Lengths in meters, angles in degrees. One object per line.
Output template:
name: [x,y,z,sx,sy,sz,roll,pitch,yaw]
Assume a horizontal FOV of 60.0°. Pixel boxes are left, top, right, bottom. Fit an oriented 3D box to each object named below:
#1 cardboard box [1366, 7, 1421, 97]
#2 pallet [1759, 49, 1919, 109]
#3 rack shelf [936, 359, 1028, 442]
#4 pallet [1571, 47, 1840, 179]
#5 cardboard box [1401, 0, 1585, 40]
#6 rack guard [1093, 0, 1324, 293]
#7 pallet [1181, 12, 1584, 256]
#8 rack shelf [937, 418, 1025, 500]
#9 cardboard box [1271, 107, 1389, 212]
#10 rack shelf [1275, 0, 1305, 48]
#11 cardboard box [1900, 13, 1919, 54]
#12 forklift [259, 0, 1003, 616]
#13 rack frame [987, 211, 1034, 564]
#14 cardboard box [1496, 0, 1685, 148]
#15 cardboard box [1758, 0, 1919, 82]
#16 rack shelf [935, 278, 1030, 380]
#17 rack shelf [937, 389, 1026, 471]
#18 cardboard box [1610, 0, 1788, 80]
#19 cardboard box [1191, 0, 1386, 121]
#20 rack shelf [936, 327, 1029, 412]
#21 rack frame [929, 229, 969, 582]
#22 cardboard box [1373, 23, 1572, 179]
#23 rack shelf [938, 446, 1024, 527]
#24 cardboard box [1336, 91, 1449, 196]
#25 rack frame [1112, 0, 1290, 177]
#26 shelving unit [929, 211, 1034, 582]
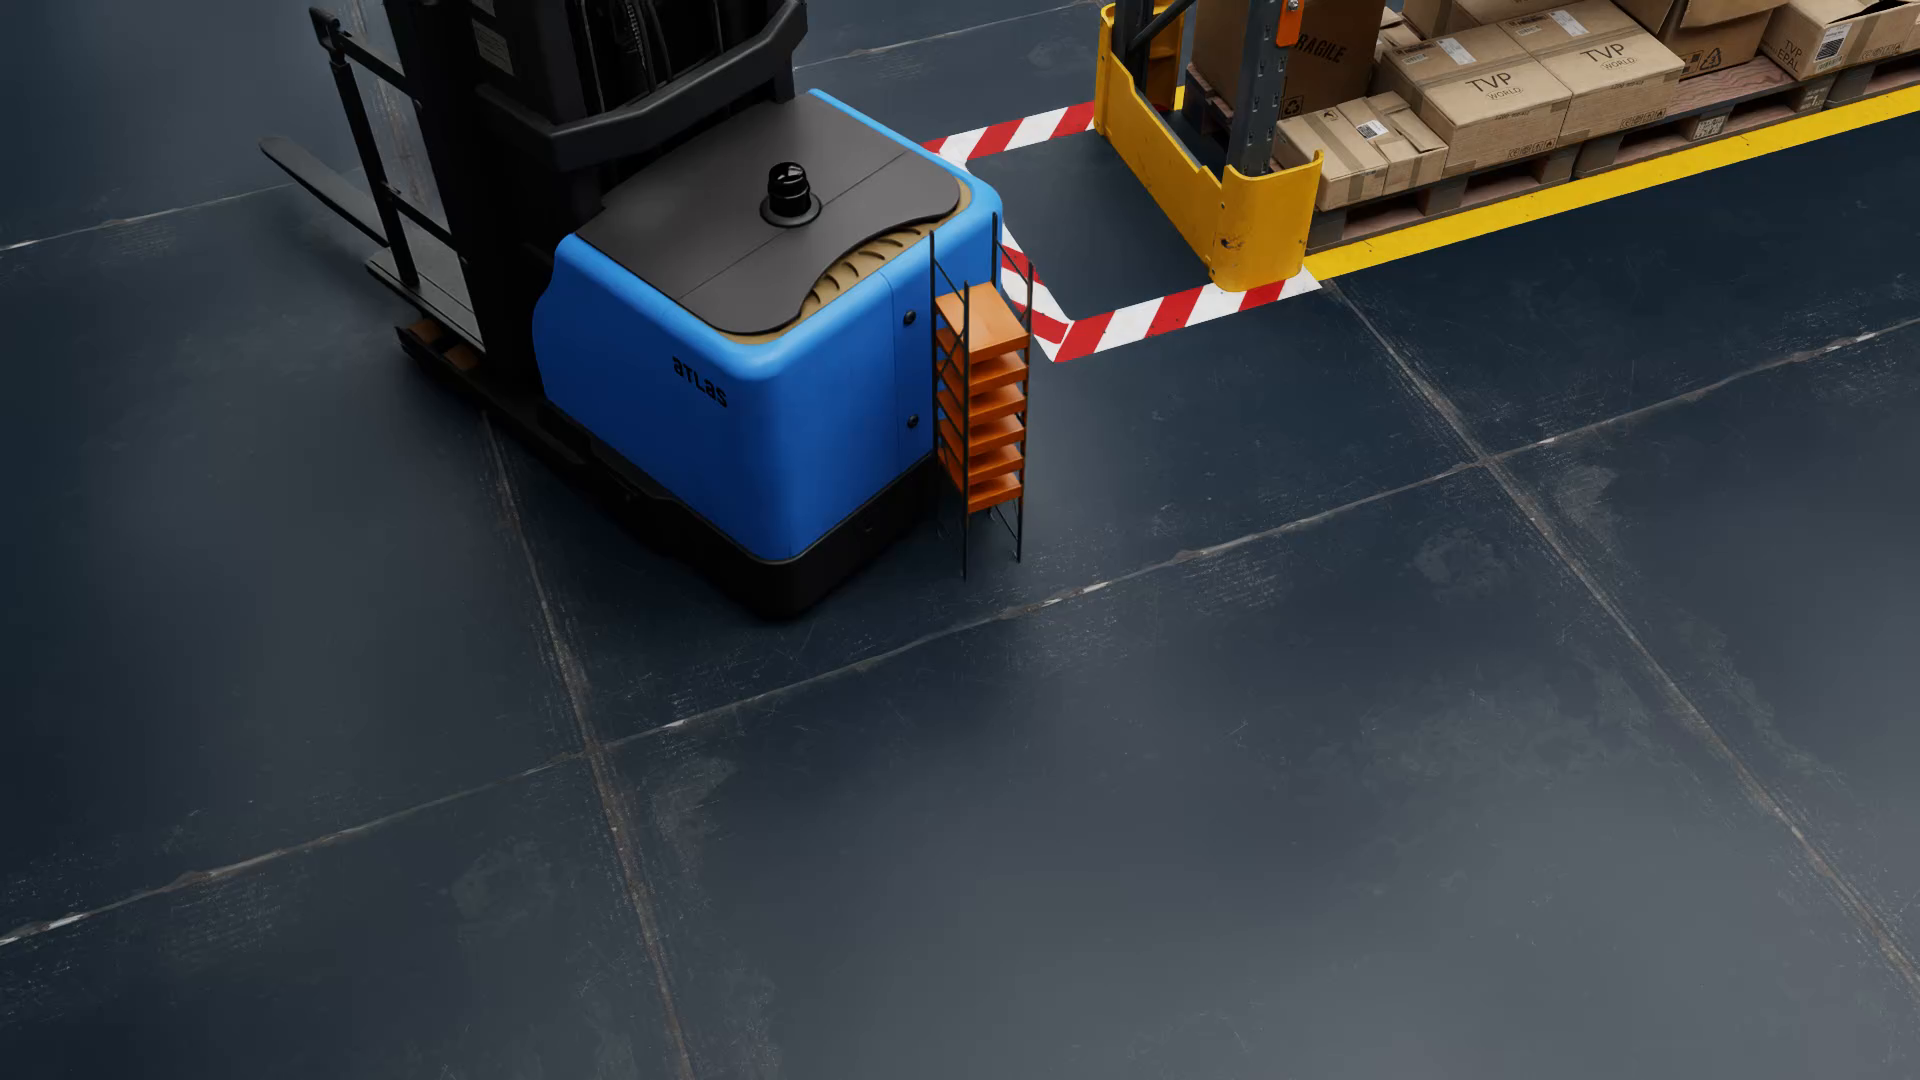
cardboard box: [1.644,-1.898,6.480,0.250,0.166,0.380,-17,52,-14]
pallet: [3.892,-2.338,7.119,1.213,0.211,1.003,-17,52,-14]
rack shelf: [0.055,-0.421,4.721,0.180,0.103,0.258,-19,52,-16]
pallet: [2.761,-1.985,6.816,1.213,0.211,1.003,-17,52,-14]
cardboard box: [2.126,-2.123,6.619,0.500,0.250,0.500,-17,52,-14]
rack guard: [0.895,-1.503,6.211,0.348,0.500,1.175,-17,52,-14]
pallet: [1.633,-1.638,6.518,1.213,0.211,1.003,-17,52,-14]
rack shelf: [0.055,-0.264,4.903,0.180,0.103,0.258,-19,52,-16]
cardboard box: [1.342,-1.389,6.055,0.250,0.149,0.380,-17,52,-14]
rack shelf: [2.676,-2.635,6.010,4.000,0.370,1.077,-17,52,-14]
cardboard box: [3.783,-2.145,6.704,0.250,0.149,0.380,-17,52,-14]
forklift: [-1.290,-1.717,4.792,3.031,2.935,1.130,35,58,26]
rack frame: [0.138,-0.400,4.803,0.006,1.200,0.240,-19,52,-16]
cardboard box: [2.361,-1.787,6.329,0.500,0.250,0.500,-17,52,-14]
cardboard box: [3.413,-2.132,6.586,0.500,0.311,0.500,-17,52,-14]
rack shelf: [0.055,-0.577,4.539,0.180,0.103,0.258,-19,52,-16]
rack shelf: [0.055,-0.343,4.812,0.180,0.103,0.258,-19,52,-16]
cardboard box: [2.791,-2.230,6.544,0.637,0.503,0.797,-17,52,-14]
cardboard box: [1.235,-1.953,6.308,0.500,0.500,0.500,-17,52,-14]
rack shelf: [0.055,-0.499,4.630,0.180,0.103,0.258,-19,52,-16]
rack frame: [-0.029,-0.343,4.754,0.006,1.200,0.240,-19,52,-16]
cardboard box: [1.898,-1.643,6.206,0.500,0.250,0.500,-17,52,-14]
rack shelf: [0.055,-0.186,4.994,0.180,0.103,0.258,-19,52,-16]
cardboard box: [1.574,-1.466,6.109,0.250,0.166,0.380,-17,52,-14]
rack frame: [0.825,-2.295,5.244,0.127,3.000,1.000,-17,52,-14]
shelving unit: [0.055,-0.372,4.778,0.189,1.200,0.258,-19,52,-16]
